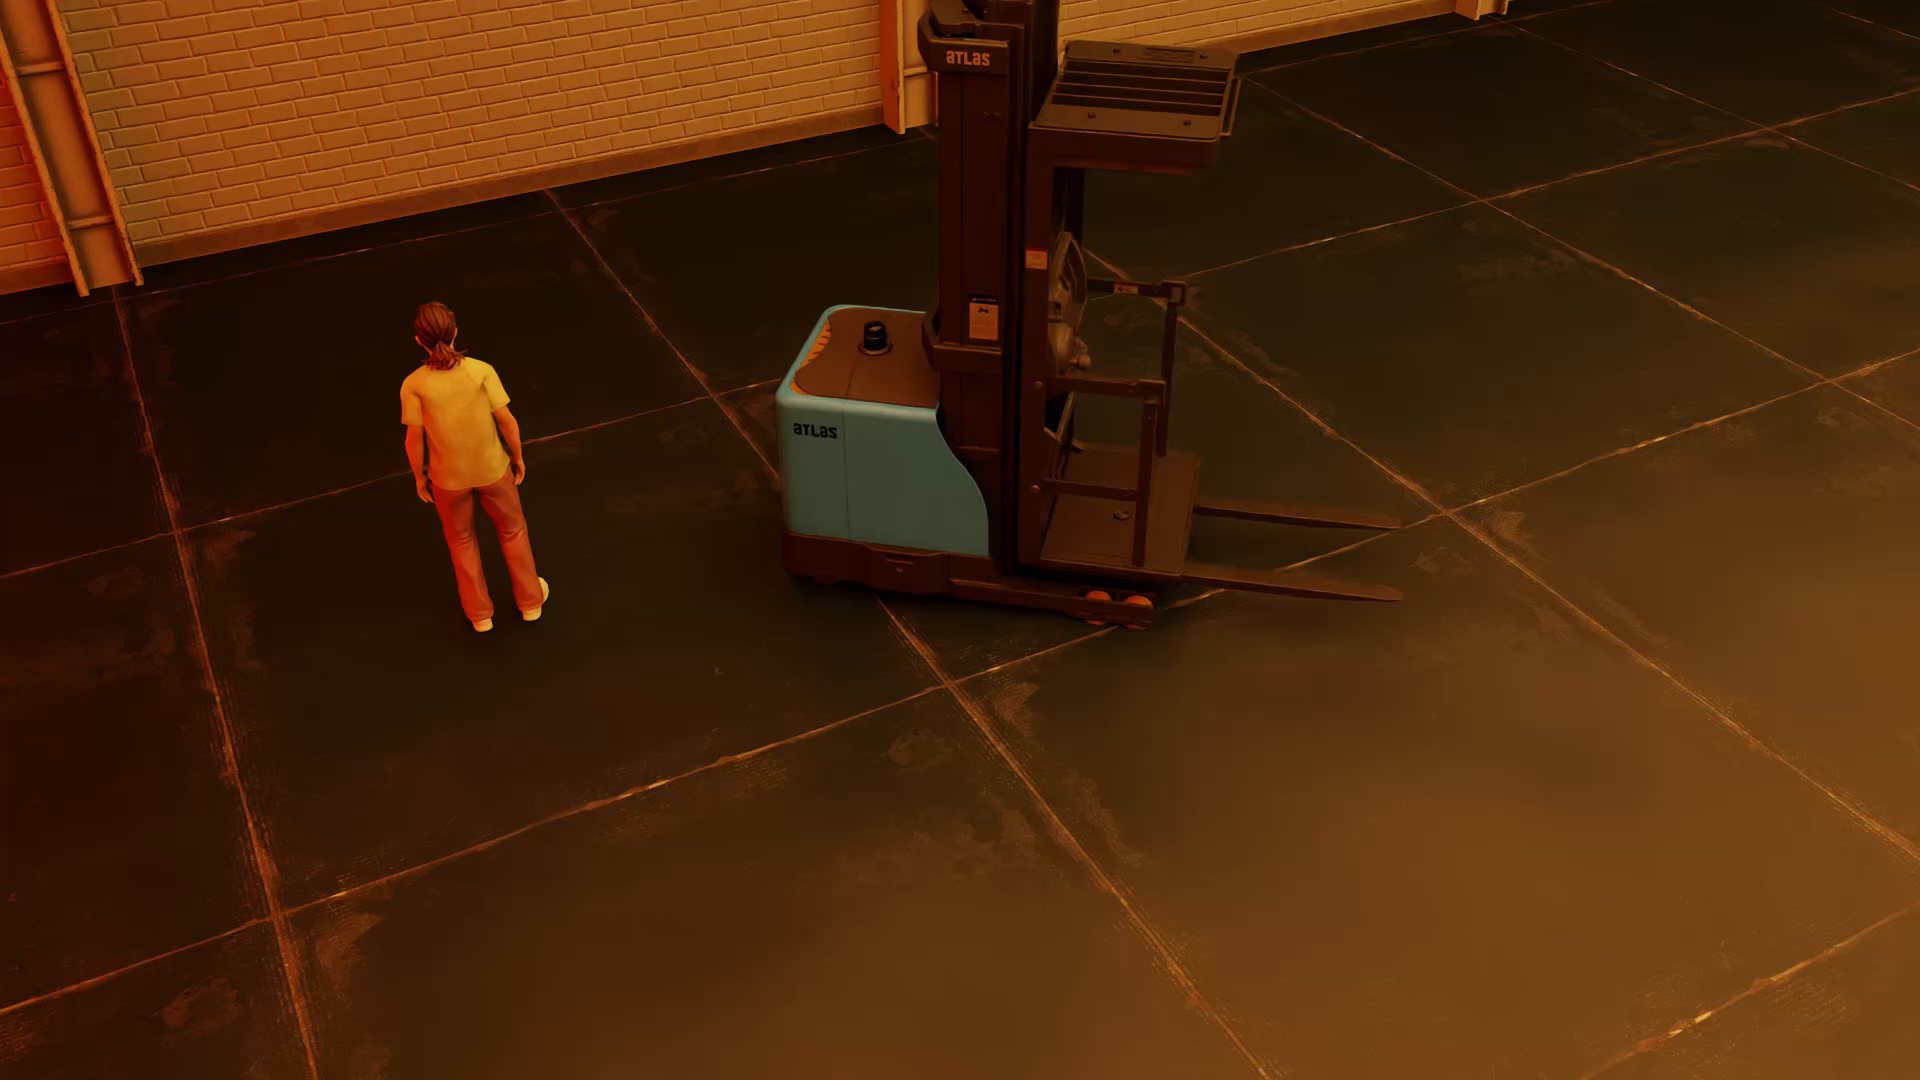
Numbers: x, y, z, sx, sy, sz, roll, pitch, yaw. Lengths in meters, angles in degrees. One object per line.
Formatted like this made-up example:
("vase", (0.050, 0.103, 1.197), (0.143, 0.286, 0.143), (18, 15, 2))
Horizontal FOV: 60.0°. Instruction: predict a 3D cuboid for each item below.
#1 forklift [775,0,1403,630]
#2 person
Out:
("forklift", (0.684, -1.097, 7.675), (3.031, 2.935, 1.130), (7, 36, 10))
("person", (-2.256, -0.317, 7.664), (0.512, 1.671, 0.359), (-12, 37, -16))
